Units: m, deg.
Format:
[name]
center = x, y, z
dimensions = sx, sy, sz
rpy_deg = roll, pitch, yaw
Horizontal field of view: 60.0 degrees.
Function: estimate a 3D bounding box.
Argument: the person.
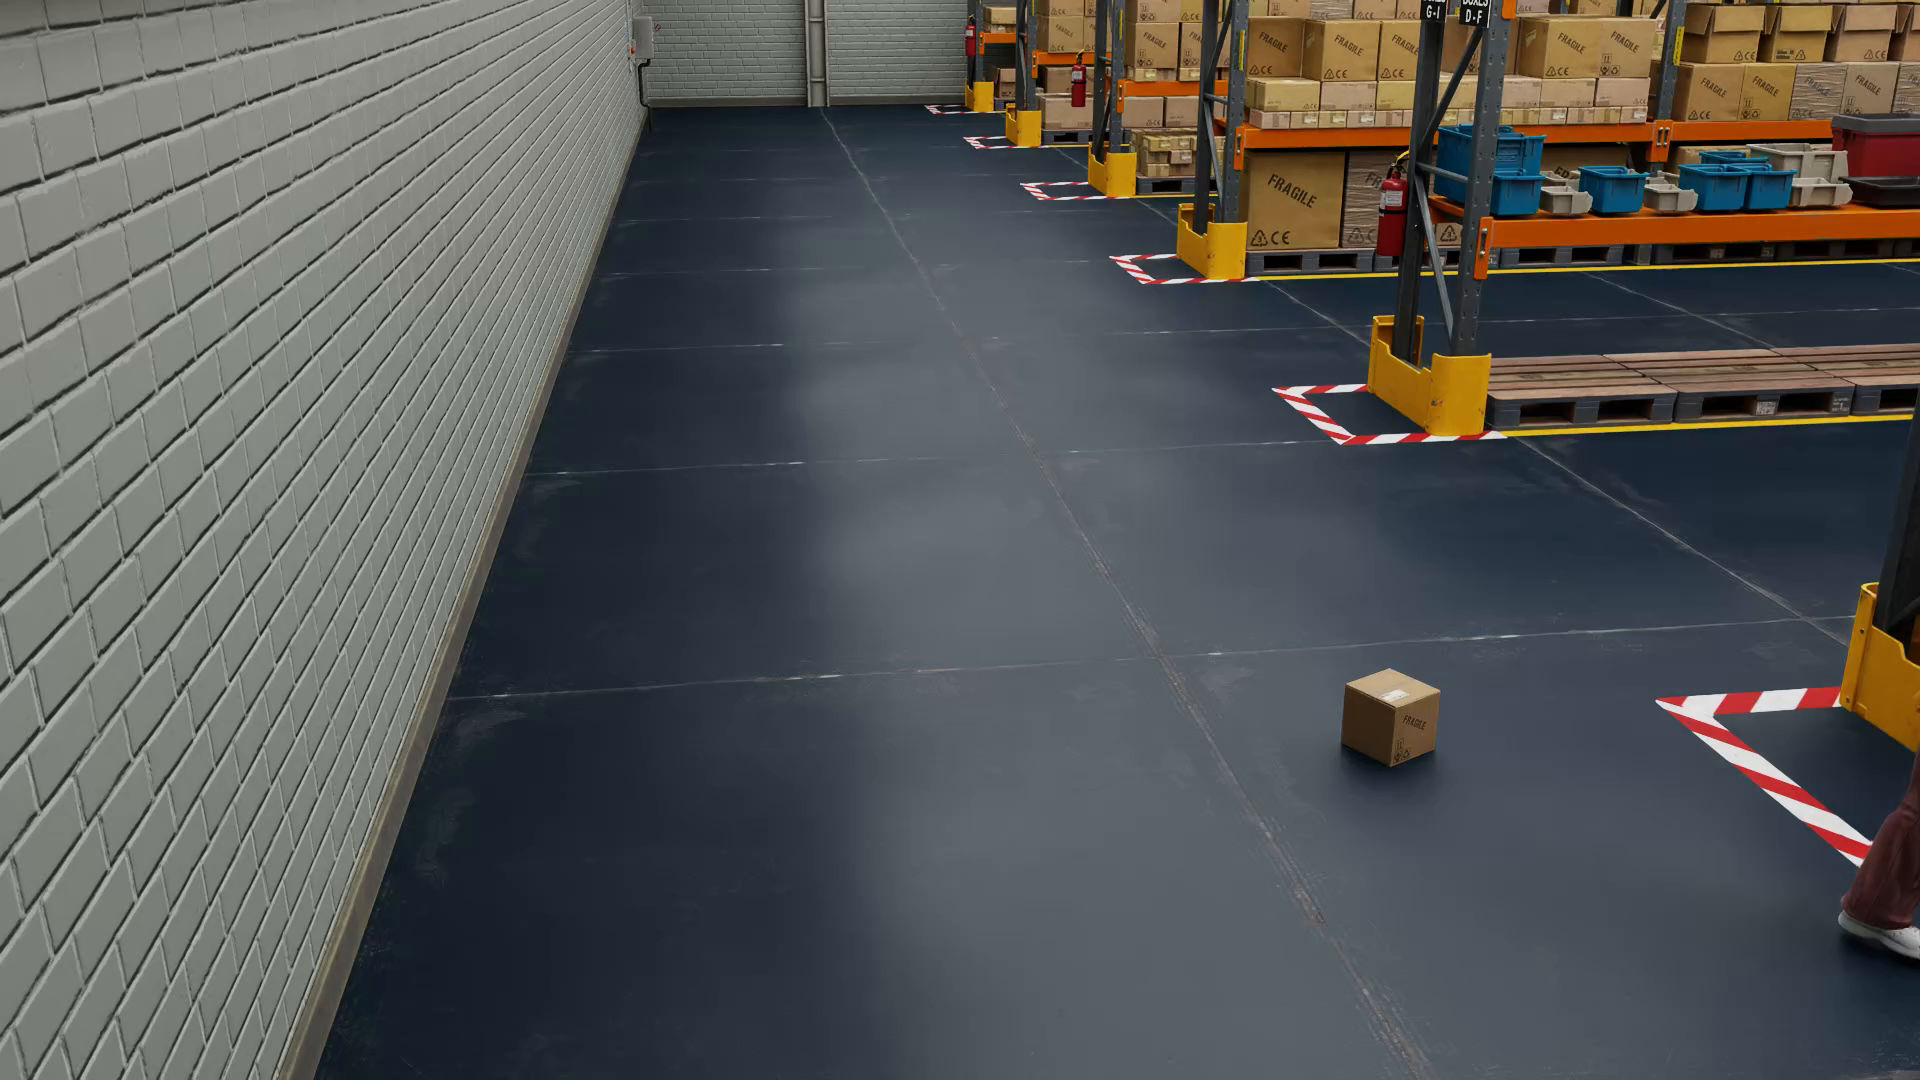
[person]
center = 2.981, 0.517, 4.708
dimensions = 0.654, 1.717, 0.446
rpy_deg = 15, 25, 36
